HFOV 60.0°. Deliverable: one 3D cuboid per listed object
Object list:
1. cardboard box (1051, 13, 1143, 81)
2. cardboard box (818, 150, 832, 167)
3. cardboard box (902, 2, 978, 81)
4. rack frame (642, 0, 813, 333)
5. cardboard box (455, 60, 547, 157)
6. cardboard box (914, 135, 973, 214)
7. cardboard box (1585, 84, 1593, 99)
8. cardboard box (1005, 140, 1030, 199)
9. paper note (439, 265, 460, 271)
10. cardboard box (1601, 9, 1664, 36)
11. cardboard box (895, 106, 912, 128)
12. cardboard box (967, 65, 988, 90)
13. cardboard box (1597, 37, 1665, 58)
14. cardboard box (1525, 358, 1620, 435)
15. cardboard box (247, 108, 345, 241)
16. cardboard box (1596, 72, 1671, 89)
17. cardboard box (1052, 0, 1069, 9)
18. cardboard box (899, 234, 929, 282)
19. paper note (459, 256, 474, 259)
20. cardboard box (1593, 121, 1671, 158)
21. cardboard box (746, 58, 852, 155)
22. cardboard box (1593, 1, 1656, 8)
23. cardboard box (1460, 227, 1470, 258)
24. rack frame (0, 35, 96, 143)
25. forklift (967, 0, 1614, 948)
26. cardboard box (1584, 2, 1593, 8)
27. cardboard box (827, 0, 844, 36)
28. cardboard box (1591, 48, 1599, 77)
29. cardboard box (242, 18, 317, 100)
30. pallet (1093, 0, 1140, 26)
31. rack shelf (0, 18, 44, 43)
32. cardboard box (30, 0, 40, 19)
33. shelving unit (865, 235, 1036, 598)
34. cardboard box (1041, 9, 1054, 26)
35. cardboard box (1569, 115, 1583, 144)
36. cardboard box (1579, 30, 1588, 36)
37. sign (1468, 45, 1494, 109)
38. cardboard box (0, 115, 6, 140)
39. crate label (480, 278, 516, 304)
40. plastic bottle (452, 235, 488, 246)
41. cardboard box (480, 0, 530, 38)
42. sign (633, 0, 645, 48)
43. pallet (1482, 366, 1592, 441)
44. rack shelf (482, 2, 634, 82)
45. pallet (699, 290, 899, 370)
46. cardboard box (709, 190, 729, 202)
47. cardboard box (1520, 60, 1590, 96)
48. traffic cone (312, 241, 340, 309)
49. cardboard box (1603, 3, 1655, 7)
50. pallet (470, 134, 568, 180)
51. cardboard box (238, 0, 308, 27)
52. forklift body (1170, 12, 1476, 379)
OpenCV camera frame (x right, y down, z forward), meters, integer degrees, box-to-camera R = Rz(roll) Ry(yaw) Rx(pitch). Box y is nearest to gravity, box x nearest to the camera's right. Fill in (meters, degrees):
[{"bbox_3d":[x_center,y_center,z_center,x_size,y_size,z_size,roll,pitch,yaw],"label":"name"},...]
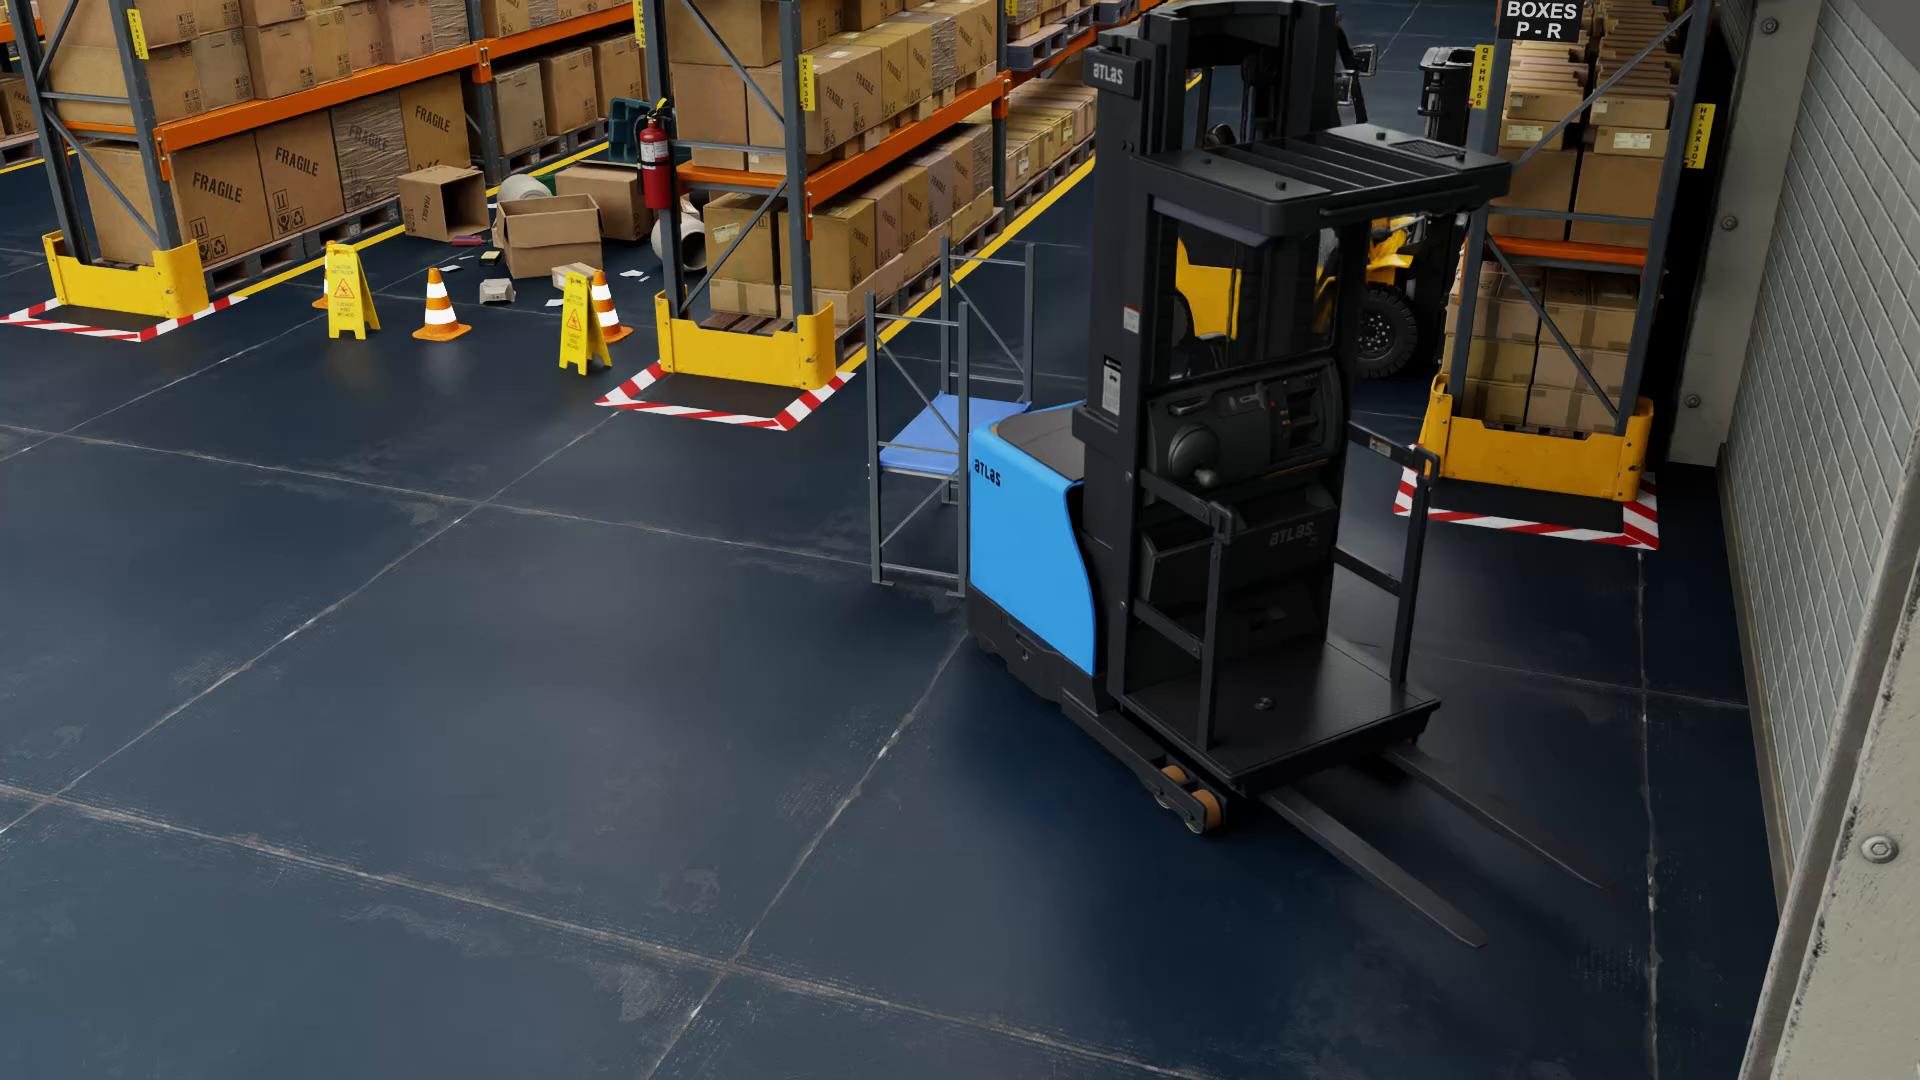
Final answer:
[{"bbox_3d":[1.535,-5.228,18.061,0.875,0.875,0.875,8,27,17],"label":"cardboard box"},{"bbox_3d":[-1.057,-2.538,10.838,0.380,0.149,0.250,9,27,18],"label":"cardboard box"},{"bbox_3d":[-0.183,-3.827,12.756,0.500,0.500,0.500,10,27,19],"label":"cardboard box"},{"bbox_3d":[-1.436,-2.436,10.338,1.000,3.000,0.127,9,27,17],"label":"rack frame"},{"bbox_3d":[-4.684,-4.200,16.083,1.050,0.750,0.750,9,27,17],"label":"cardboard box"},{"bbox_3d":[-0.216,-2.877,13.063,0.500,0.500,0.500,9,27,18],"label":"cardboard box"},{"bbox_3d":[4.165,-2.556,10.473,0.500,0.500,0.500,9,27,18],"label":"cardboard box"},{"bbox_3d":[0.068,-3.302,14.660,0.950,0.372,0.625,9,27,18],"label":"cardboard box"},{"bbox_3d":[-4.028,-2.156,13.169,0.144,0.017,0.142,20,32,35],"label":"paper note"},{"bbox_3d":[4.634,-3.560,11.460,0.380,0.149,0.250,8,27,16],"label":"cardboard box"},{"bbox_3d":[-0.563,-3.065,11.927,0.380,0.149,0.250,8,27,16],"label":"cardboard box"},{"bbox_3d":[-0.001,-3.686,13.210,0.380,0.149,0.250,9,27,19],"label":"cardboard box"},{"bbox_3d":[4.186,-3.036,10.377,0.380,0.149,0.250,10,27,19],"label":"cardboard box"},{"bbox_3d":[3.594,-0.842,9.721,0.500,0.250,0.500,9,27,18],"label":"cardboard box"},{"bbox_3d":[-5.683,-2.995,13.449,0.875,0.875,0.875,8,27,17],"label":"cardboard box"},{"bbox_3d":[3.753,-2.508,9.288,0.380,0.149,0.250,9,27,18],"label":"cardboard box"},{"bbox_3d":[0.665,-5.005,14.708,0.500,0.500,0.500,9,27,17],"label":"cardboard box"},{"bbox_3d":[-0.560,-2.113,12.346,0.500,0.250,0.500,11,28,21],"label":"cardboard box"},{"bbox_3d":[-3.997,-2.288,13.464,0.123,0.001,0.032,-20,33,-36],"label":"paper note"},{"bbox_3d":[3.604,-2.156,8.902,0.380,0.149,0.250,8,27,16],"label":"cardboard box"},{"bbox_3d":[-1.017,-2.769,10.571,0.500,0.500,0.500,8,27,17],"label":"cardboard box"},{"bbox_3d":[5.509,-4.316,13.820,0.500,0.250,0.500,8,27,16],"label":"cardboard box"},{"bbox_3d":[3.428,-1.773,10.495,0.500,0.250,0.500,9,27,18],"label":"cardboard box"},{"bbox_3d":[-9.450,-5.516,16.701,1.000,3.000,0.127,9,27,17],"label":"rack frame"},{"bbox_3d":[1.216,-0.419,6.252,1.130,2.935,3.031,-15,29,-27],"label":"forklift"},{"bbox_3d":[4.682,-4.072,12.859,0.380,0.149,0.250,9,27,17],"label":"cardboard box"},{"bbox_3d":[-1.223,-3.737,11.424,0.700,0.500,0.500,8,27,17],"label":"cardboard box"},{"bbox_3d":[4.346,-3.112,10.877,0.380,0.149,0.250,10,27,19],"label":"cardboard box"},{"bbox_3d":[-5.589,-3.780,12.942,0.875,0.550,0.550,9,27,17],"label":"cardboard box"},{"bbox_3d":[1.090,-5.328,16.533,1.213,0.211,1.003,9,27,17],"label":"pallet"},{"bbox_3d":[-10.115,-4.371,15.161,1.077,0.370,4.000,9,27,17],"label":"rack shelf"},{"bbox_3d":[-9.244,-5.272,16.486,0.380,0.149,0.250,9,27,17],"label":"cardboard box"},{"bbox_3d":[-0.028,-0.640,8.351,0.538,1.500,1.048,9,27,17],"label":"shelving unit"},{"bbox_3d":[0.616,-4.665,14.749,0.380,0.149,0.250,9,27,18],"label":"cardboard box"},{"bbox_3d":[3.344,-2.214,9.767,0.500,0.500,0.500,10,27,19],"label":"cardboard box"},{"bbox_3d":[3.838,-3.203,10.723,0.380,0.149,0.250,9,27,17],"label":"cardboard box"},{"bbox_3d":[2.739,-2.429,8.725,0.100,0.325,0.005,9,27,17],"label":"sign"},{"bbox_3d":[-9.804,-4.185,16.339,0.500,0.500,0.500,19,32,34],"label":"cardboard box"},{"bbox_3d":[-3.466,-1.864,12.443,0.250,0.136,0.298,-5,26,-9],"label":"crate label"},{"bbox_3d":[-4.063,-2.487,13.816,0.283,0.061,0.133,0,26,-1],"label":"plastic bottle"},{"bbox_3d":[-4.377,-4.978,15.474,0.500,0.500,0.500,9,27,18],"label":"cardboard box"},{"bbox_3d":[-1.952,-3.188,10.200,0.100,0.325,0.005,9,27,17],"label":"sign"},{"bbox_3d":[3.461,-0.783,10.124,1.003,0.211,1.213,9,27,17],"label":"pallet"},{"bbox_3d":[-4.141,-5.254,16.984,1.077,0.370,4.000,9,27,17],"label":"rack shelf"},{"bbox_3d":[-1.107,-1.540,11.689,1.003,0.211,1.213,9,27,17],"label":"pallet"},{"bbox_3d":[-1.744,-2.712,13.776,0.500,0.500,0.500,-14,29,-27],"label":"cardboard box"},{"bbox_3d":[3.434,-2.675,9.632,0.380,0.149,0.250,9,27,18],"label":"cardboard box"},{"bbox_3d":[-4.621,-1.982,12.313,0.336,0.463,0.334,9,27,17],"label":"traffic cone"},{"bbox_3d":[5.119,-4.017,12.744,0.380,0.149,0.250,9,27,17],"label":"cardboard box"},{"bbox_3d":[-4.620,-3.829,16.415,1.003,0.211,1.213,9,27,17],"label":"pallet"},{"bbox_3d":[-5.567,-4.262,12.699,0.875,0.550,0.550,9,27,17],"label":"cardboard box"},{"bbox_3d":[2.157,-2.379,11.196,2.313,2.155,1.214,9,27,17],"label":"forklift body"}]
